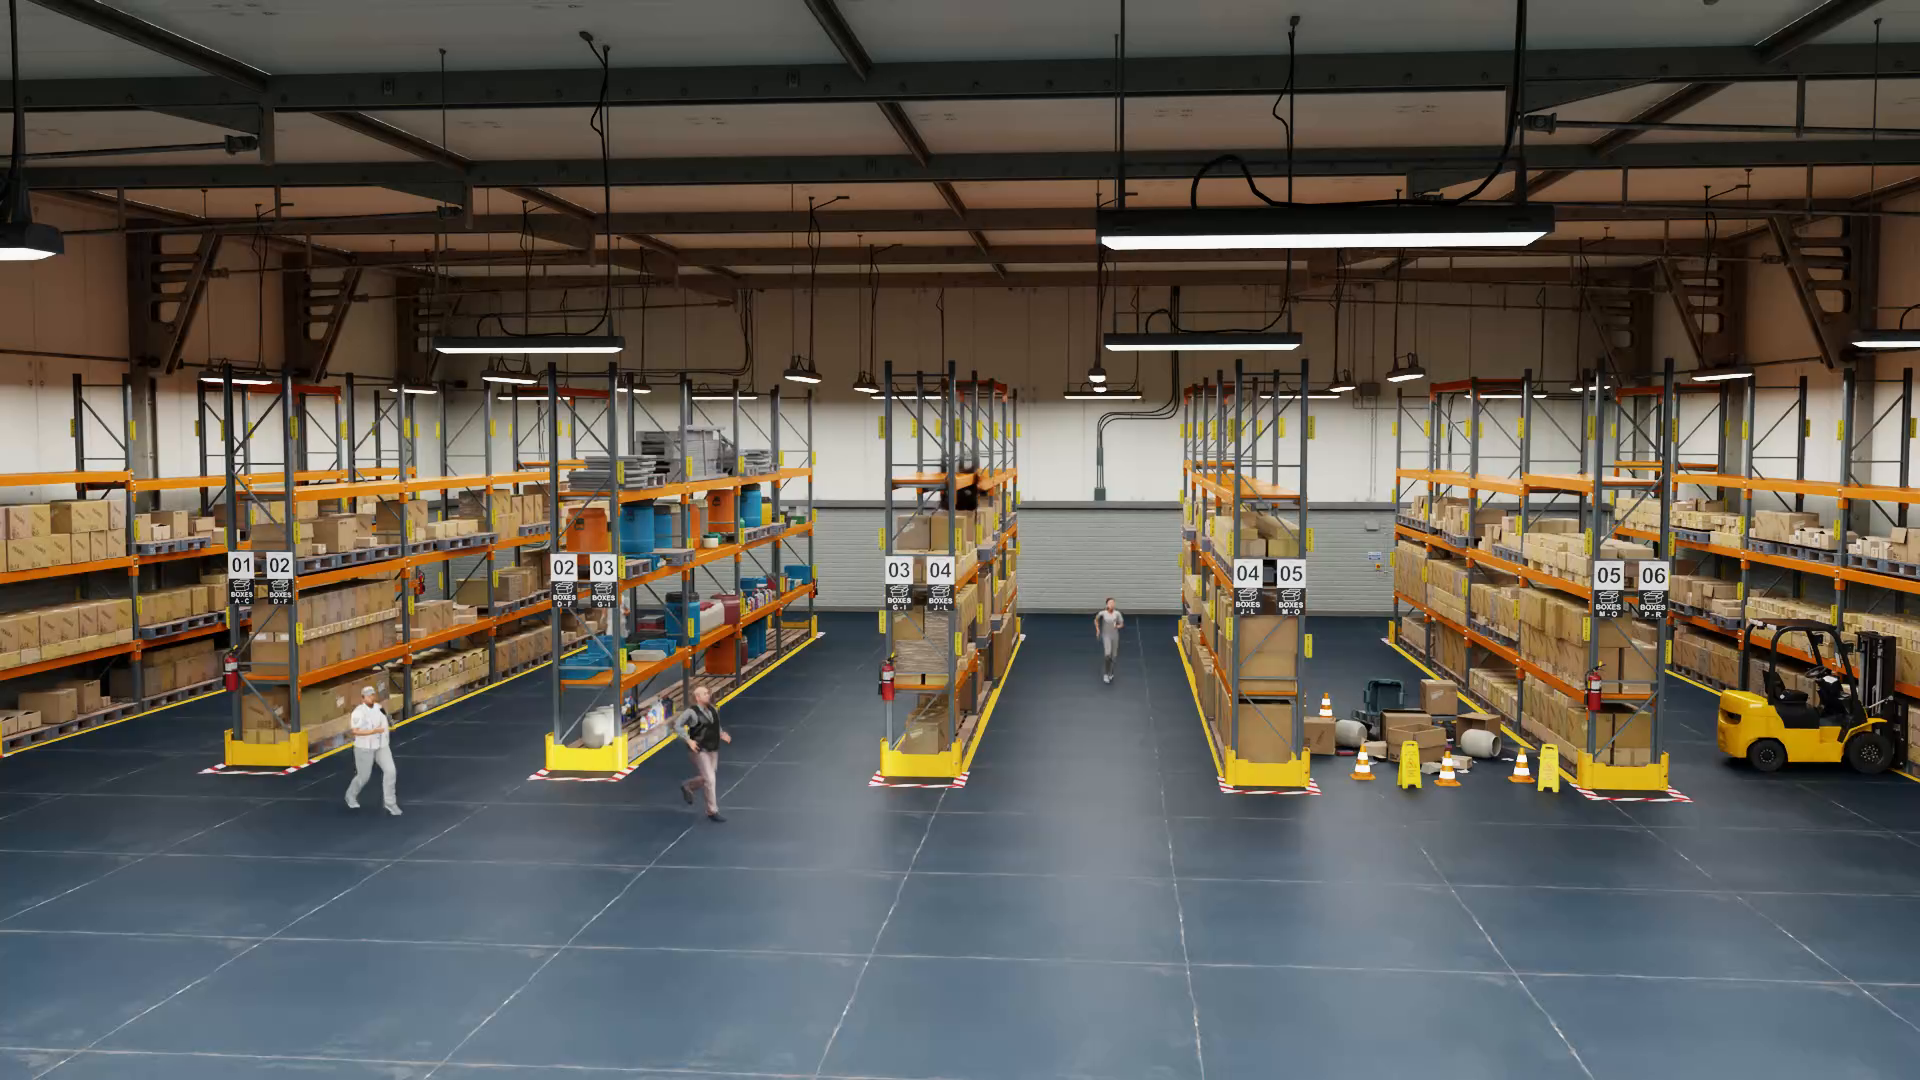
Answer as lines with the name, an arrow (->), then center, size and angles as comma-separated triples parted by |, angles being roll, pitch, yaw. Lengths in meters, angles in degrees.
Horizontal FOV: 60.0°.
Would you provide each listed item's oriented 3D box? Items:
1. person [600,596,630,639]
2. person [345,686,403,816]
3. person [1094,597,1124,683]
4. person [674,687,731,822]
person -> -7.198, 1.788, 34.821 | 0.659, 1.780, 0.991 | 0, 4, -5
person -> -7.692, 2.752, 21.784 | 0.894, 1.689, 0.608 | 3, 5, 36
person -> 2.983, 1.991, 33.130 | 0.533, 1.700, 0.712 | 0, 4, -7
person -> -3.344, 2.747, 21.491 | 0.875, 1.721, 0.662 | 3, 5, 35
